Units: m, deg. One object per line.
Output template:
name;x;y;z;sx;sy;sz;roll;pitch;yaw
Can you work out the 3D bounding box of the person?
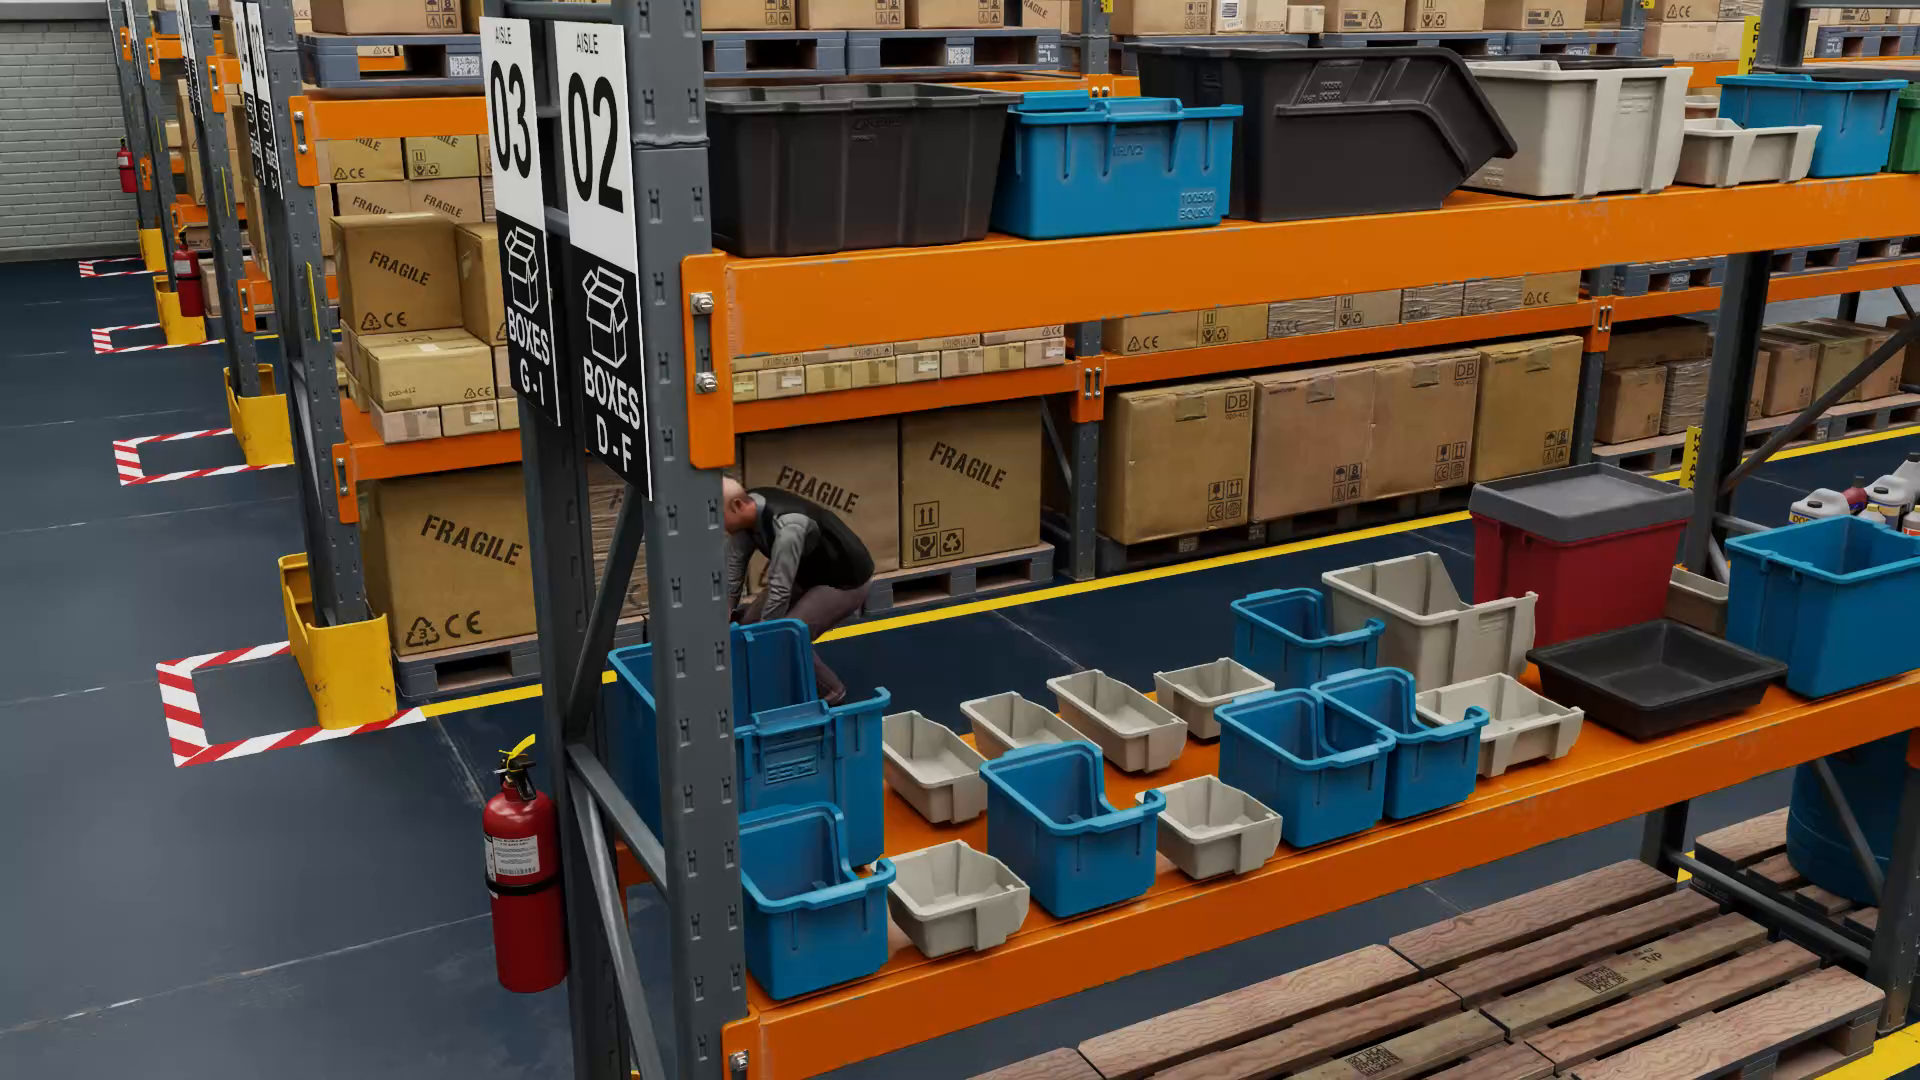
person;-0.785;0.245;7.698;0.805;1.196;0.578;-10;21;-27
